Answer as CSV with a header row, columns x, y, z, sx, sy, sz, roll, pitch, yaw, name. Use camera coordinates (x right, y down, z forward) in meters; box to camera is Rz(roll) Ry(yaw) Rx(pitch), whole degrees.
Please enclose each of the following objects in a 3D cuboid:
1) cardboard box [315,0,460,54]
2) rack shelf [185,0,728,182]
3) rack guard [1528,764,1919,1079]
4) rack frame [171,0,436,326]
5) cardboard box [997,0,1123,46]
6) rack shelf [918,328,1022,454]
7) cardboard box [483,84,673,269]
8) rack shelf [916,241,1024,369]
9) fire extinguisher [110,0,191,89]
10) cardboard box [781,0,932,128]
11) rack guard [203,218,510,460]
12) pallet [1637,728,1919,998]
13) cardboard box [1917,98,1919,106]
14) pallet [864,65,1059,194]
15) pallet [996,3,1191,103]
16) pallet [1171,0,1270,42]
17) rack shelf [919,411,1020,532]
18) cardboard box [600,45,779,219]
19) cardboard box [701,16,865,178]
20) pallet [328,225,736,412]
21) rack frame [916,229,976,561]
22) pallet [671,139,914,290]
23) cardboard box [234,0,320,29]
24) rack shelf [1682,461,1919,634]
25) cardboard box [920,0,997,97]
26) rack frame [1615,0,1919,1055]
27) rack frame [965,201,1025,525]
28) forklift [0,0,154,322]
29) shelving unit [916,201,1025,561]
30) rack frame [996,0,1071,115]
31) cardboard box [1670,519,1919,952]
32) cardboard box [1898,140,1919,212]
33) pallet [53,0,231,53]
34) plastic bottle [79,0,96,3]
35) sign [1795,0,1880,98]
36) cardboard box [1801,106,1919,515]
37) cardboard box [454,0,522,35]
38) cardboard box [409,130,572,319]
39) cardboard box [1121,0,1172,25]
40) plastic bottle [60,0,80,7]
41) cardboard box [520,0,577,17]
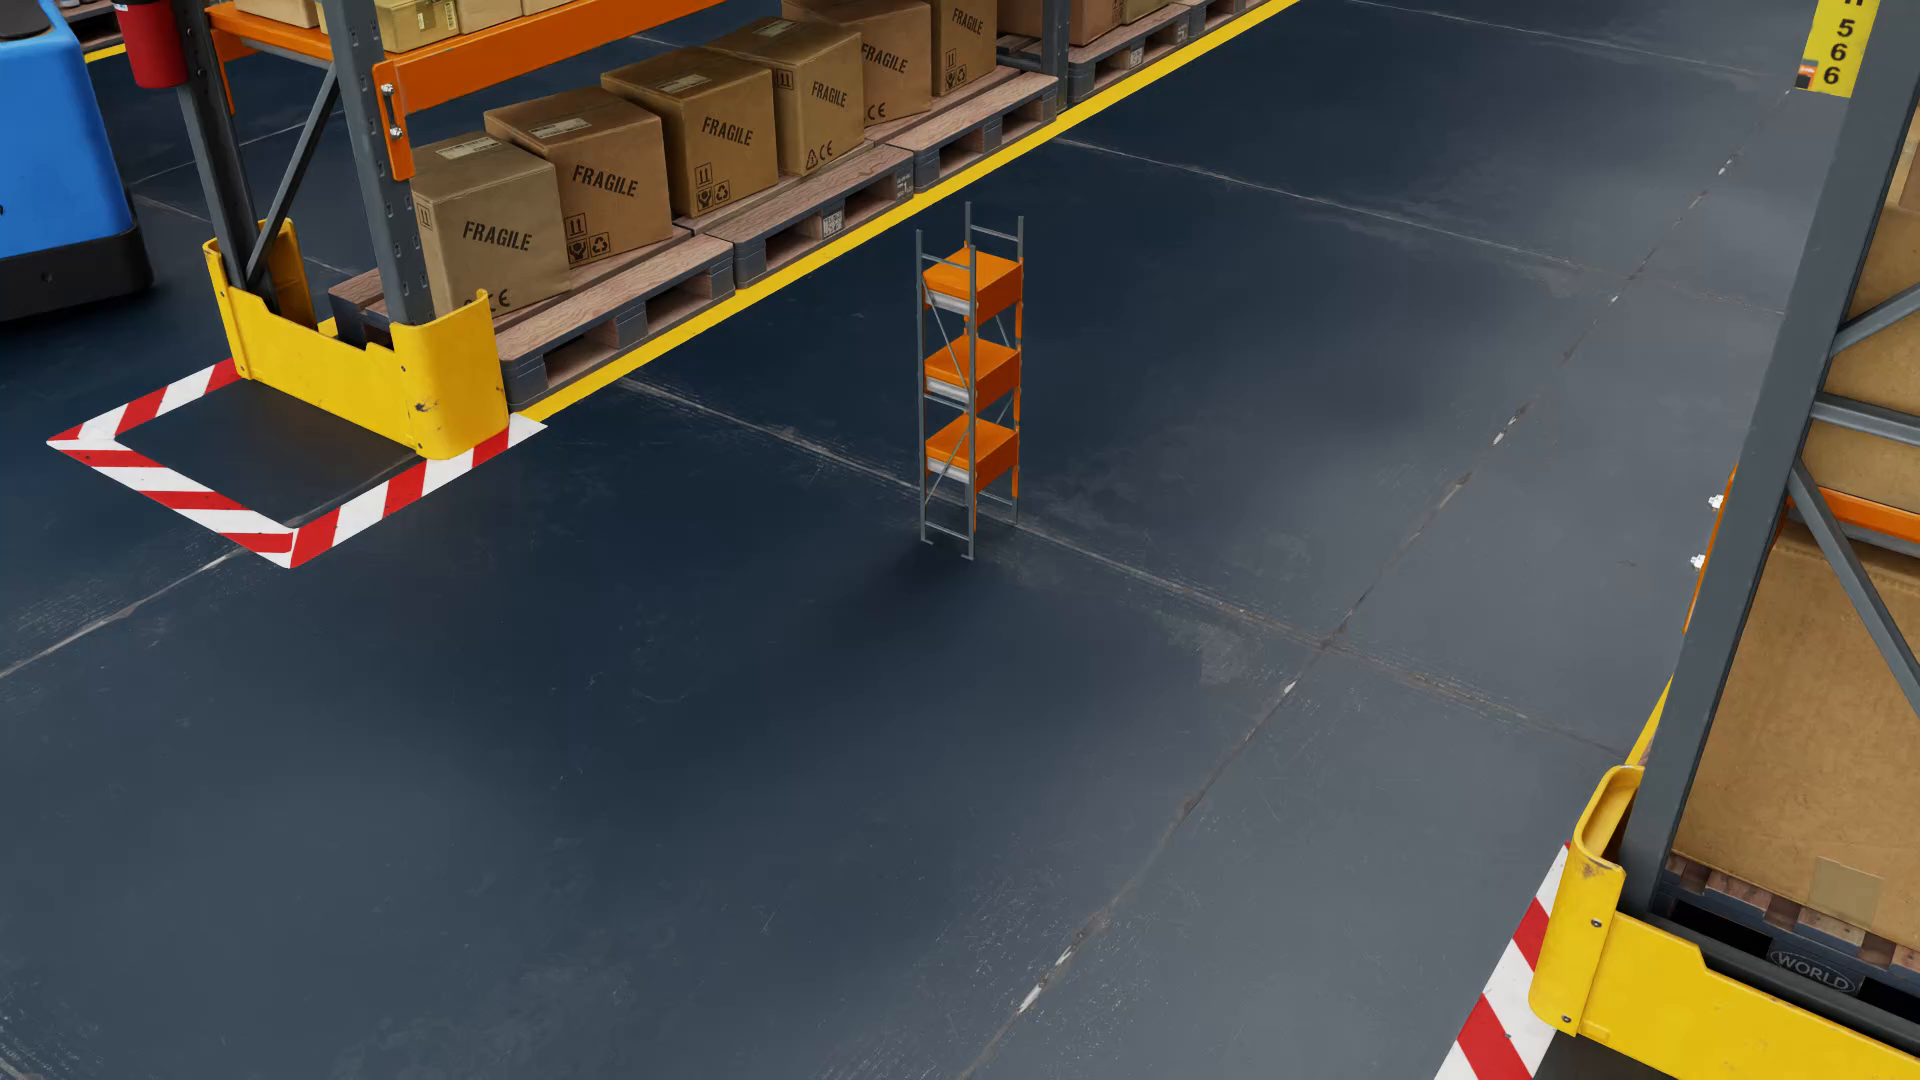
x,y,z,sx,sy,sz,roll,pitch,yaw,name
-1.821,-1.680,5.281,0.380,0.149,0.250,21,39,28,cardboard box
-1.039,-2.351,6.692,1.077,0.370,4.000,21,39,28,rack shelf
1.824,0.948,3.401,1.175,0.500,0.348,21,39,28,rack guard
-2.180,-1.729,5.129,1.000,3.000,0.127,21,39,28,rack frame
0.469,-2.992,8.836,0.700,0.500,0.500,18,38,25,cardboard box
0.031,-0.451,4.998,0.215,0.259,0.240,21,39,28,rack shelf
-1.497,-1.436,6.552,0.500,0.500,0.500,-25,41,-32,cardboard box
0.031,-0.686,4.839,0.215,0.259,0.240,21,39,28,rack shelf
-2.624,-1.791,5.290,0.296,0.674,0.183,21,39,28,fire extinguisher
-0.480,-2.271,7.787,0.500,0.500,0.500,-23,40,-30,cardboard box
-2.137,-0.729,5.881,1.175,0.500,0.348,21,39,28,rack guard
2.229,0.664,4.080,1.003,0.211,1.213,21,39,28,pallet
2.318,-1.049,3.025,0.875,0.550,0.550,21,39,28,cardboard box
-0.253,-2.094,8.159,1.003,0.211,1.213,21,39,28,pallet
0.544,-2.773,9.163,1.003,0.211,1.213,21,39,28,pallet
1.239,-3.337,9.996,1.003,0.211,1.213,21,39,28,pallet
0.031,-0.221,5.154,0.215,0.259,0.240,21,39,28,rack shelf
-1.125,-1.718,6.969,0.500,0.500,0.500,25,42,32,cardboard box
-0.770,-1.960,7.327,0.500,0.500,0.500,18,38,24,cardboard box
-1.644,-0.971,6.498,1.003,0.211,1.213,21,39,28,pallet
-0.039,-0.403,4.909,0.200,1.050,0.008,21,39,28,rack frame
-0.948,-1.531,7.325,1.003,0.211,1.213,21,39,28,pallet
-2.187,-1.822,5.491,0.380,0.149,0.250,21,39,28,cardboard box
2.978,-0.721,4.280,1.077,0.370,4.000,21,39,28,rack shelf
-0.160,-2.537,8.180,0.500,0.500,0.500,20,39,27,cardboard box
1.837,-0.098,2.718,1.000,3.000,0.127,21,39,28,rack frame
0.100,-0.516,5.075,0.200,1.050,0.008,21,39,28,rack frame
-4.445,-2.713,6.645,1.130,2.935,3.031,-20,39,-27,forklift
0.031,-0.460,4.992,0.215,1.050,0.252,21,39,28,shelving unit
0.101,-3.570,7.851,1.000,3.000,0.127,21,39,28,rack frame
2.170,0.275,3.688,0.875,0.875,0.875,21,40,28,cardboard box
2.081,-0.766,2.607,0.875,0.550,0.550,21,39,28,cardboard box
-5.080,-3.137,9.701,1.003,0.211,1.213,21,39,28,pallet
-4.900,-3.117,9.286,0.097,0.201,0.097,0,34,0,plastic bottle
1.399,-0.856,2.593,0.100,0.325,0.005,21,39,28,sign
2.012,-0.346,2.949,0.875,0.550,0.550,21,39,28,cardboard box
-1.663,-1.789,5.442,0.380,0.149,0.250,21,39,28,cardboard box
-1.810,-1.150,6.129,0.500,0.500,0.500,-29,43,-35,cardboard box
0.756,-3.206,9.151,0.700,0.500,0.500,21,39,28,cardboard box
-4.959,-3.098,9.196,0.097,0.271,0.097,0,34,0,plastic bottle
-1.508,-1.899,5.605,0.380,0.149,0.250,21,39,28,cardboard box
